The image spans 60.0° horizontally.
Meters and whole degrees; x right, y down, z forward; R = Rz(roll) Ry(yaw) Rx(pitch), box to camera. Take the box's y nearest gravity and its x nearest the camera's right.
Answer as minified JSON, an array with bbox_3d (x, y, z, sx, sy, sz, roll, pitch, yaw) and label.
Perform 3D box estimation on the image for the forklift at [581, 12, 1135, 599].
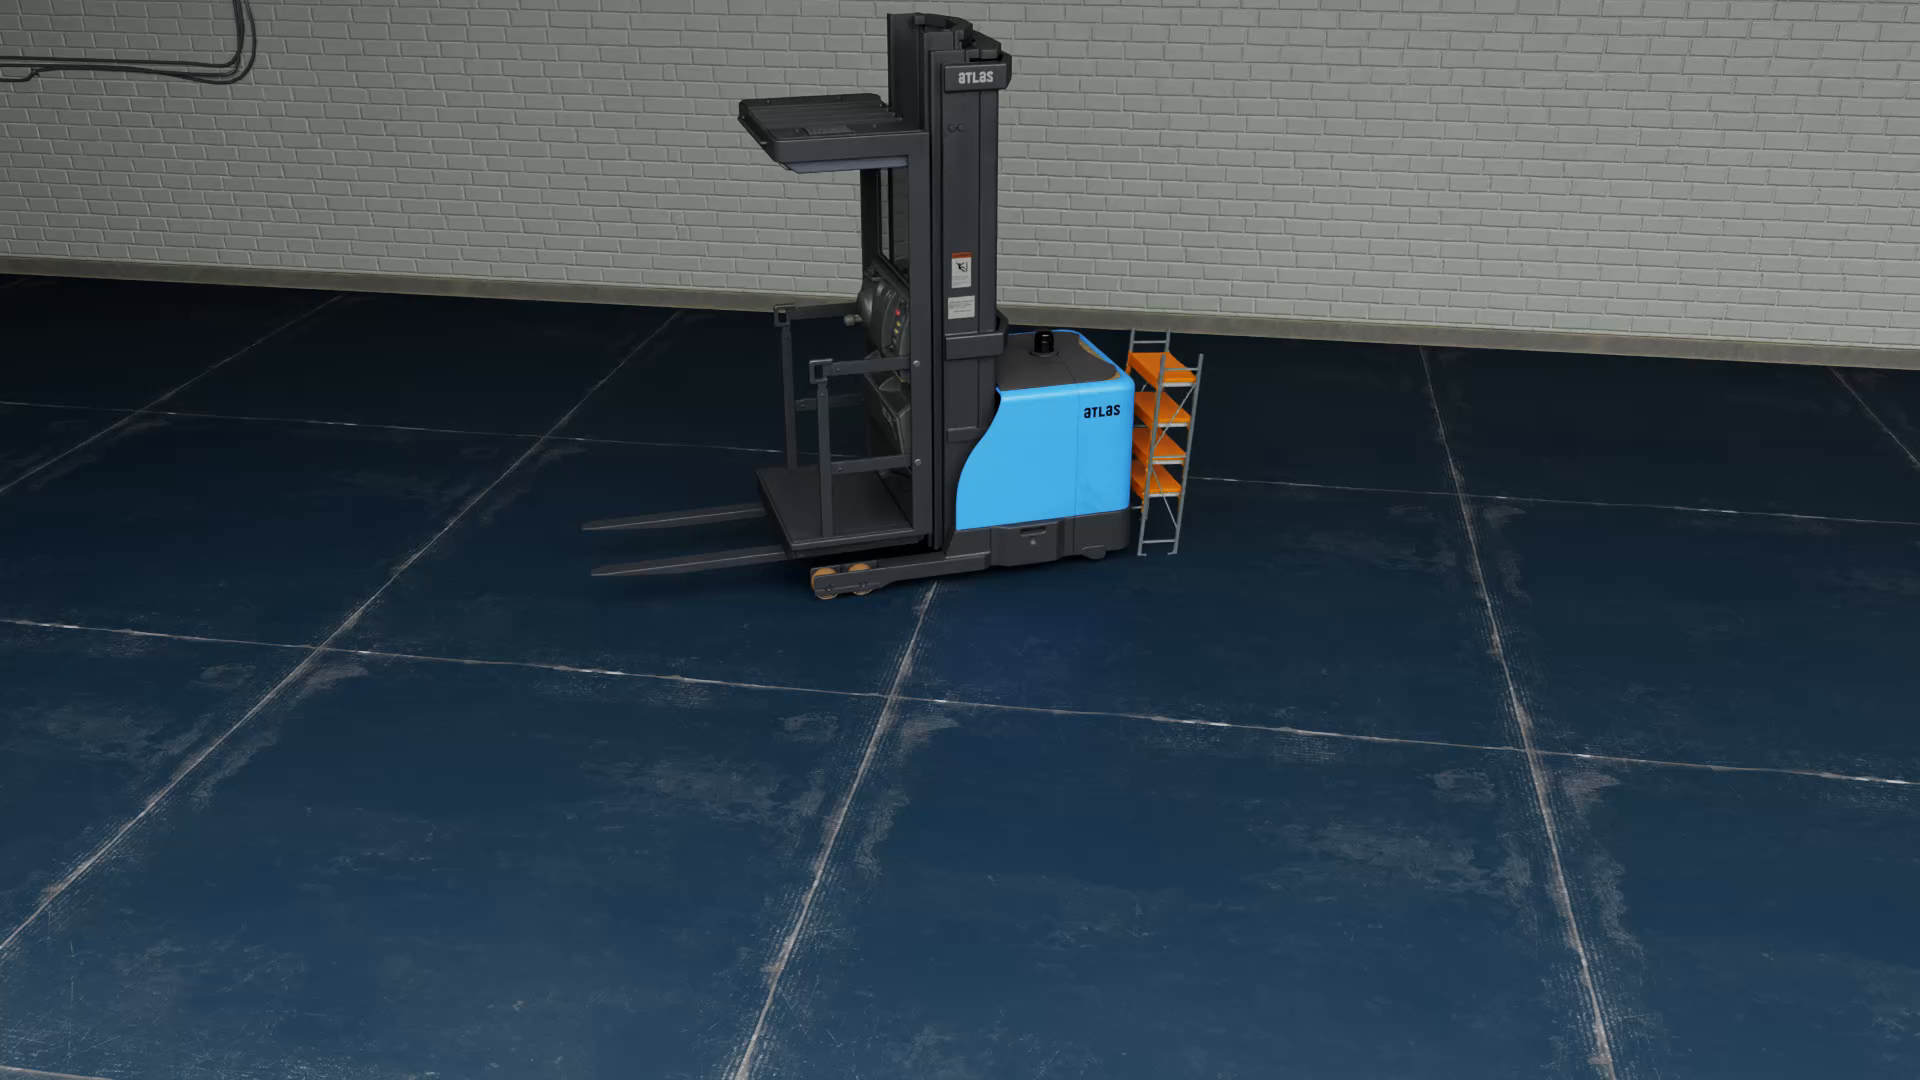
[{"bbox_3d":[-0.598,-1.254,8.971,3.031,2.935,1.130,-7,26,-15],"label":"forklift"}]

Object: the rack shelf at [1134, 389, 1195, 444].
[{"bbox_3d":[1.122,-0.707,9.457,0.258,0.148,0.480,-2,25,-15],"label":"rack shelf"}]

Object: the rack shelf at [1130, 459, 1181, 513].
[{"bbox_3d":[1.093,-0.323,9.629,0.258,0.148,0.480,-2,25,-15],"label":"rack shelf"}]

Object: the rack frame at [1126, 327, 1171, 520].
[{"bbox_3d":[1.050,-0.665,9.735,0.240,1.200,0.015,-2,25,-15],"label":"rack frame"}]

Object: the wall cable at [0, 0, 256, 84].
[{"bbox_3d":[-7.254,-4.945,13.362,3.097,2.526,0.112,4,25,9],"label":"wall cable"}]

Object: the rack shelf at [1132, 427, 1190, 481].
[{"bbox_3d":[1.106,-0.504,9.549,0.258,0.148,0.480,-2,25,-15],"label":"rack shelf"}]

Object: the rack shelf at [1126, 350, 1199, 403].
[{"bbox_3d":[1.138,-0.923,9.361,0.258,0.148,0.480,-2,25,-15],"label":"rack shelf"}]

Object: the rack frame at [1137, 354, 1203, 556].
[{"bbox_3d":[1.172,-0.464,9.307,0.240,1.200,0.015,-2,25,-15],"label":"rack frame"}]

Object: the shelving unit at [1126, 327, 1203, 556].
[{"bbox_3d":[1.111,-0.565,9.521,0.258,1.200,0.503,-2,25,-15],"label":"shelving unit"}]
